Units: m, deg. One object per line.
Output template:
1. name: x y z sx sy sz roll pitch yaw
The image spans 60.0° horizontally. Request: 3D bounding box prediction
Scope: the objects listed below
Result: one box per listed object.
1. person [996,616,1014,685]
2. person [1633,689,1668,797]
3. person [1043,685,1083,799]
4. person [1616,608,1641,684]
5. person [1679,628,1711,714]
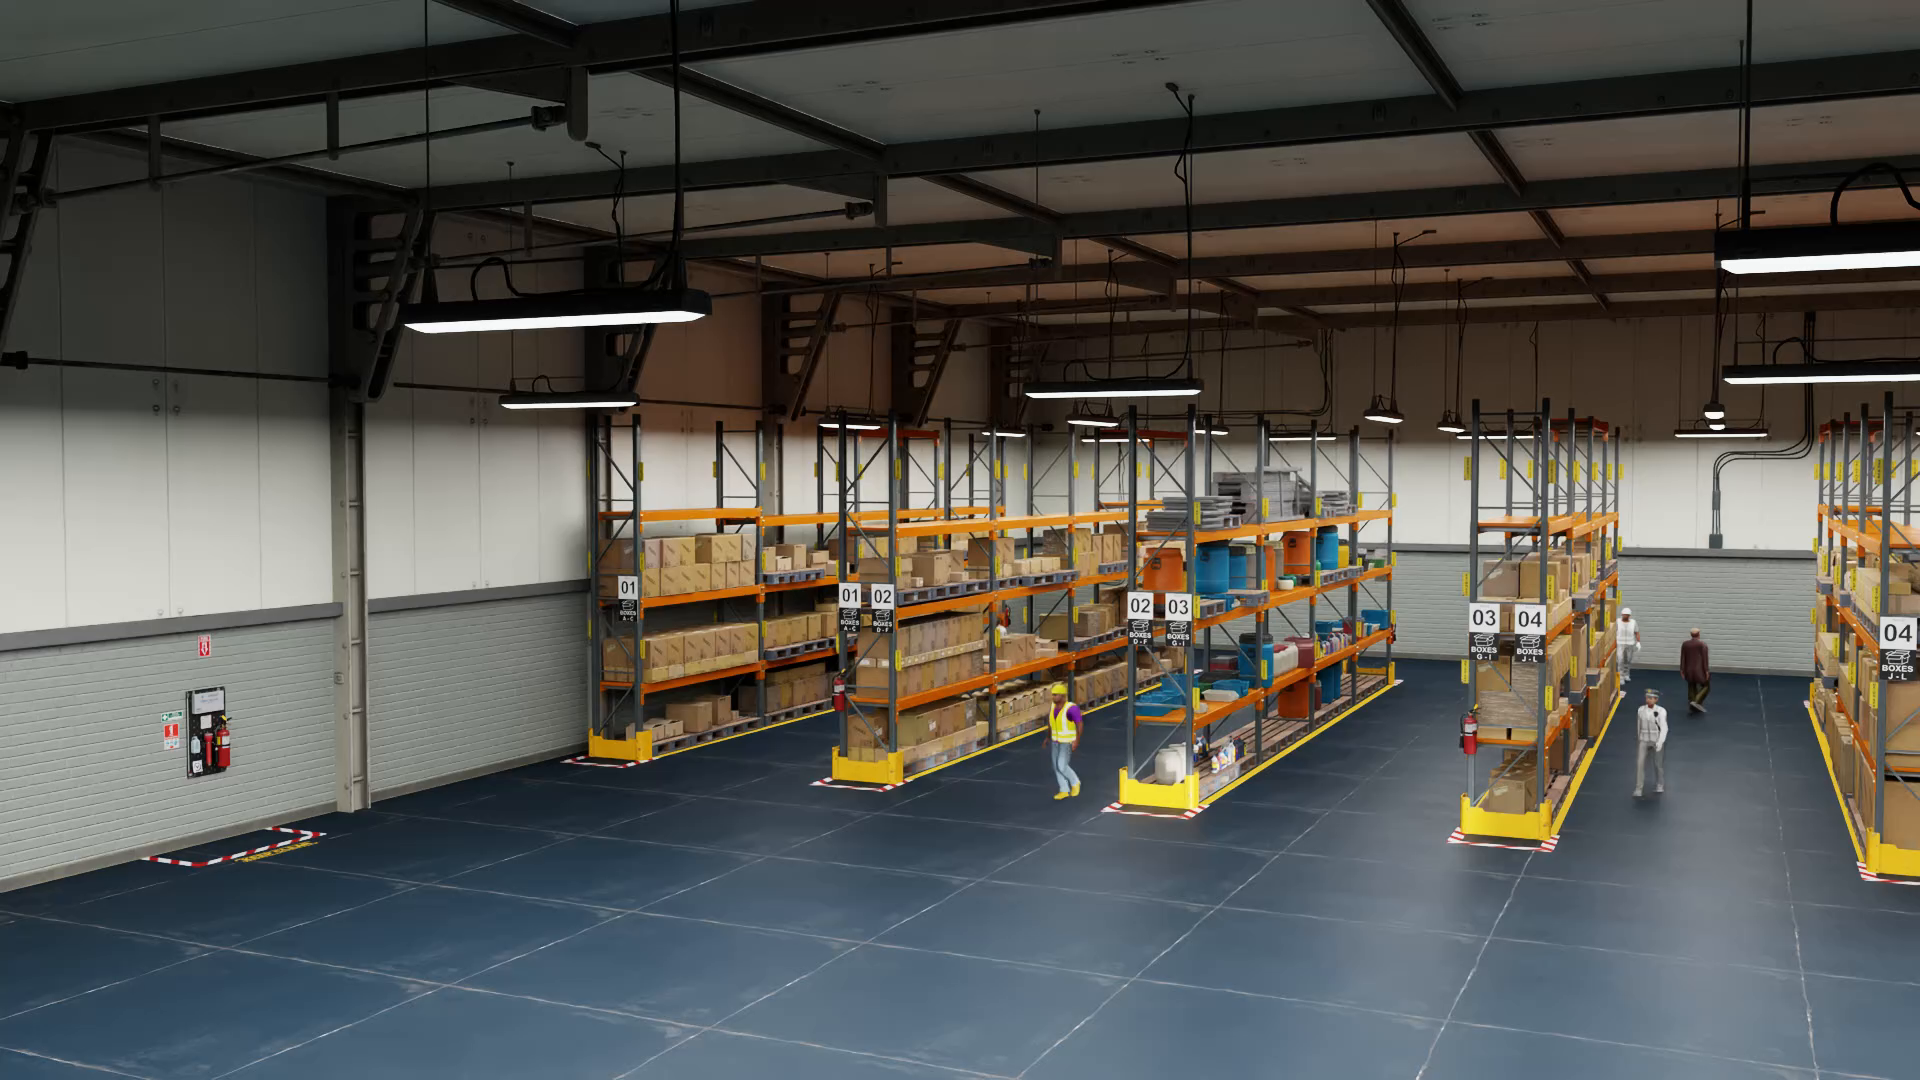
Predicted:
1. person: 0.964 2.582 39.051 0.504 1.647 0.599 2 3 40
2. person: 10.632 3.106 25.603 0.501 1.630 0.948 2 3 37
3. person: 1.621 3.085 25.479 0.528 1.747 0.675 -2 3 -42
4. person: 15.770 2.495 39.380 0.614 1.788 0.712 1 2 13
5. person: 15.156 2.703 34.321 0.573 1.777 0.625 -2 3 -43
